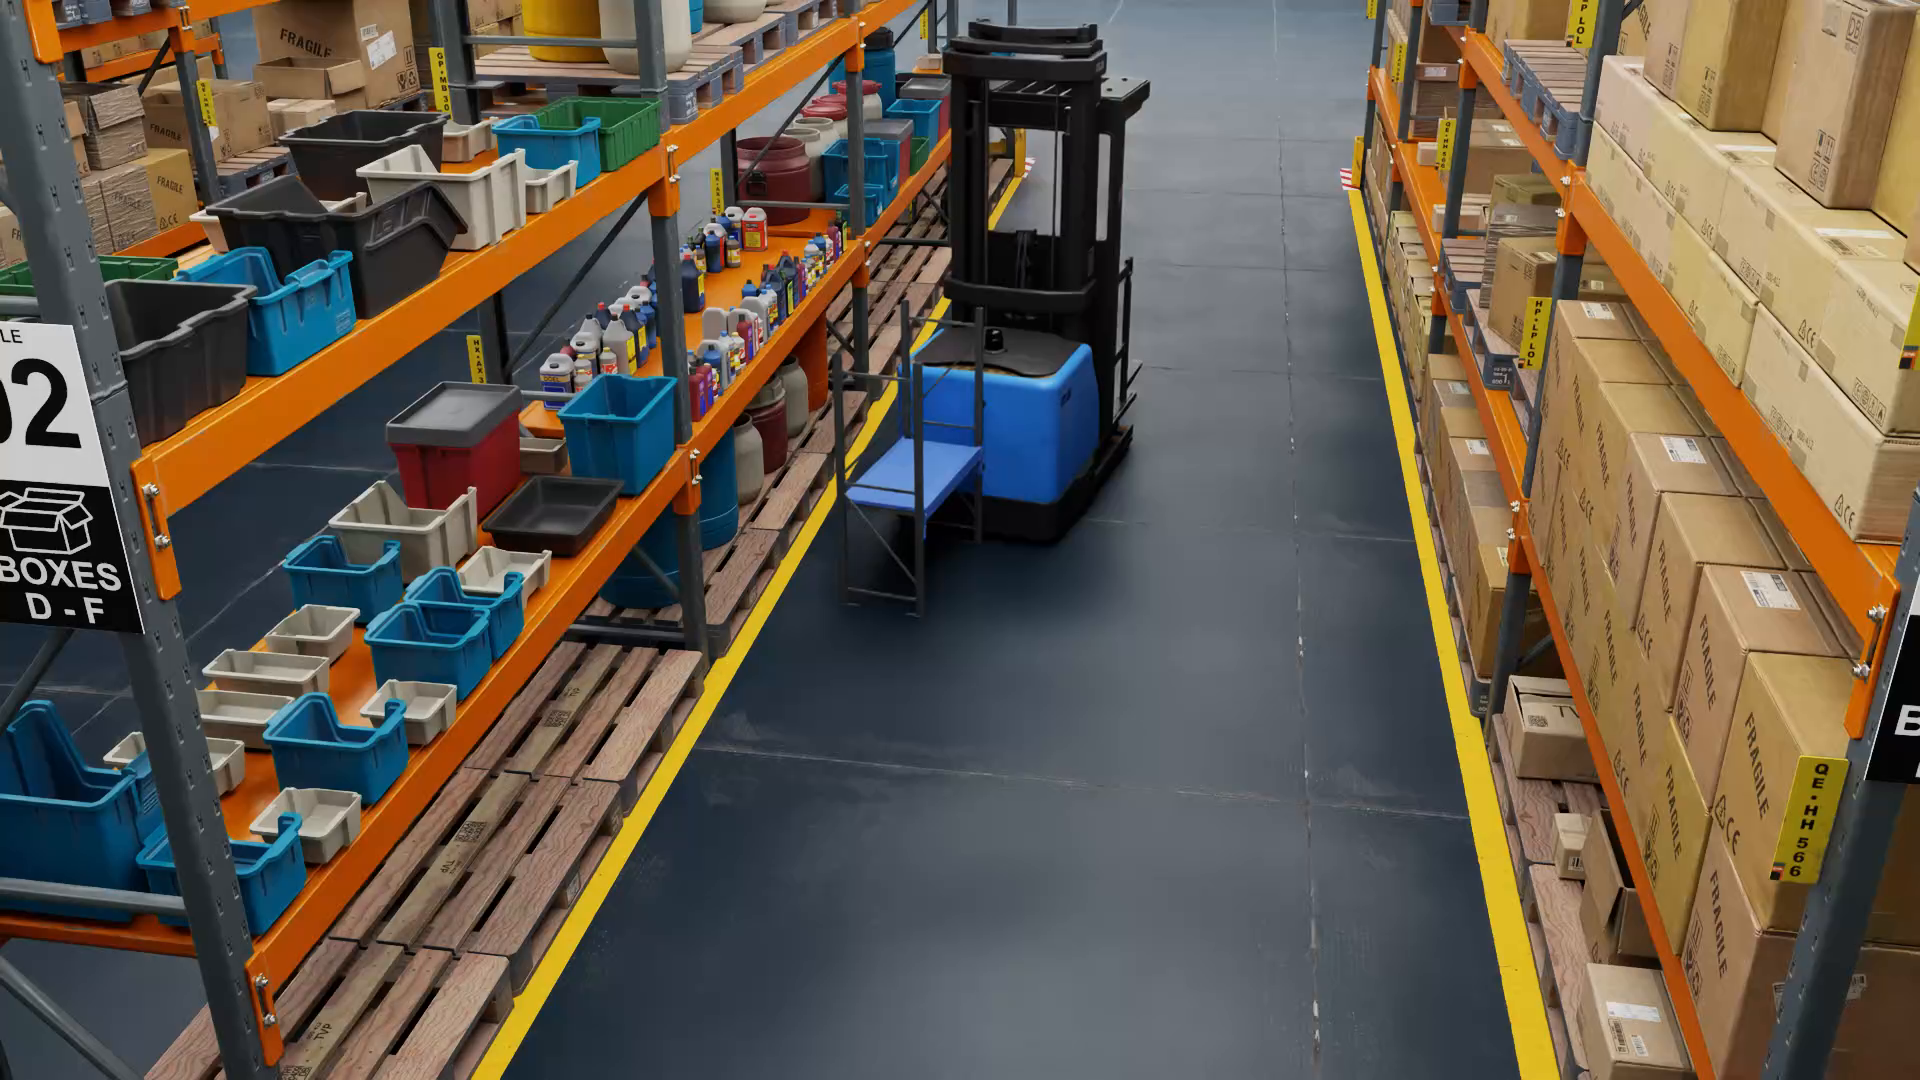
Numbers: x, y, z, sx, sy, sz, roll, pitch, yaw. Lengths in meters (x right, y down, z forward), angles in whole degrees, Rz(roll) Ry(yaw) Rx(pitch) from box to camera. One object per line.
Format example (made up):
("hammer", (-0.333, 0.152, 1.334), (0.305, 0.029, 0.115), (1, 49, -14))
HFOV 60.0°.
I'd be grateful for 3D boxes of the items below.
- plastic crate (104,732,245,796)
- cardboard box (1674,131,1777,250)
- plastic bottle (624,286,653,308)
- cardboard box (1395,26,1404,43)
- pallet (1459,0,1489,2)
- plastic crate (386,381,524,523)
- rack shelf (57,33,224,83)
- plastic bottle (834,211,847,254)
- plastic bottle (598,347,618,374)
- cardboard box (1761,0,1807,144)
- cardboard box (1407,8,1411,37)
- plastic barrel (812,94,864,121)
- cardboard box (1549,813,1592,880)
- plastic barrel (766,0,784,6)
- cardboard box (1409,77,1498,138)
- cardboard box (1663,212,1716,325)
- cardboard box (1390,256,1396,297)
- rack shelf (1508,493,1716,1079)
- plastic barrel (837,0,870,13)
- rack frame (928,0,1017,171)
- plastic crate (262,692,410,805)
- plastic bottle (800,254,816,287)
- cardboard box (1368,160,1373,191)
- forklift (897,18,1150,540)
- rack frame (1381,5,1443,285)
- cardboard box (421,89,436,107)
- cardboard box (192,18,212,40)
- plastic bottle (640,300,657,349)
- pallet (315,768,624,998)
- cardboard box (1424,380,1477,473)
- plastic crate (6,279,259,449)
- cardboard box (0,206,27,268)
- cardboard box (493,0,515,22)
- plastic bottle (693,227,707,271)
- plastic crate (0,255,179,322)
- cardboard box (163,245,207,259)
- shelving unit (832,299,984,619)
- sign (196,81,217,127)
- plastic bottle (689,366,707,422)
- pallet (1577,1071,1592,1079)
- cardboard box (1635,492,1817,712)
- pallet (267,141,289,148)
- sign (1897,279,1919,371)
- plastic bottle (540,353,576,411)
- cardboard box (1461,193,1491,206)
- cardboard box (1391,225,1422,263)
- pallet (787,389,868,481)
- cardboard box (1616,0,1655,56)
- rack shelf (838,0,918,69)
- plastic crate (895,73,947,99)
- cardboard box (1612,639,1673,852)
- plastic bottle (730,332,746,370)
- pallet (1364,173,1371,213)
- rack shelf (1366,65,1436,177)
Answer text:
("plastic crate", (-2.523, 0.726, 5.402), (0.396, 0.136, 0.243), (4, 25, 9))
("cardboard box", (2.483, -1.045, 4.994), (0.500, 0.250, 0.500), (4, 25, 9))
("plastic bottle", (-1.876, -1.334, 9.708), (0.152, 0.276, 0.135), (4, 25, 9))
("cardboard box", (4.538, -5.011, 16.535), (0.380, 0.149, 0.250), (4, 25, 8))
("pallet", (3.918, -4.045, 12.038), (1.003, 0.211, 1.213), (5, 26, 11))
("plastic crate", (-2.217, -0.386, 7.390), (0.402, 0.464, 0.583), (4, 25, 9))
("rack shelf", (-9.953, -5.272, 18.823), (1.077, 0.370, 4.000), (4, 25, 9))
("plastic bottle", (-0.816, -2.107, 11.352), (0.061, 0.283, 0.133), (4, 25, 9))
("plastic bottle", (-1.893, -0.935, 8.944), (0.097, 0.201, 0.097), (0, 25, 0))
("cardboard box", (2.791, -1.363, 4.789), (0.700, 0.500, 0.500), (4, 25, 9))
("cardboard box", (4.600, -4.927, 15.589), (0.700, 0.500, 0.500), (4, 25, 8))
("plastic barrel", (-1.009, -3.402, 13.819), (0.433, 0.535, 0.433), (0, 25, 0))
("cardboard box", (2.649, 1.266, 6.831), (0.380, 0.166, 0.250), (4, 25, 9))
("plastic barrel", (-1.201, -3.386, 10.076), (0.301, 0.262, 0.301), (0, 25, 0))
("cardboard box", (4.436, -3.918, 14.965), (0.700, 0.500, 0.500), (3, 25, 7))
("cardboard box", (2.491, -0.818, 5.099), (0.500, 0.250, 0.500), (4, 25, 9))
("cardboard box", (3.974, -2.267, 14.303), (0.500, 0.250, 0.500), (5, 25, 10))
("rack shelf", (2.735, 0.821, 5.806), (1.077, 0.370, 4.000), (4, 25, 9))
("plastic barrel", (-0.817, -3.877, 11.324), (0.421, 0.512, 0.421), (0, 25, 0))
("rack frame", (0.137, -5.705, 18.900), (1.000, 3.000, 0.127), (4, 25, 9))
("plastic crate", (-2.005, 0.680, 5.386), (0.416, 0.233, 0.300), (4, 25, 9))
("plastic bottle", (-0.970, -1.723, 10.627), (0.097, 0.201, 0.097), (0, 25, 0))
("cardboard box", (4.638, -3.887, 17.763), (0.500, 0.250, 0.500), (4, 25, 9))
("forklift", (0.570, -1.929, 10.913), (1.130, 2.935, 3.031), (8, 26, 17))
("rack frame", (4.370, -3.687, 14.589), (1.000, 3.000, 0.127), (4, 25, 9))
("cardboard box", (-5.071, -4.330, 16.259), (0.380, 0.149, 0.250), (4, 25, 9))
("cardboard box", (-9.642, -6.344, 20.087), (0.875, 0.550, 0.550), (4, 25, 9))
("plastic bottle", (-1.788, -1.234, 9.500), (0.097, 0.271, 0.097), (0, 25, 0))
("pallet", (-2.103, 1.399, 7.012), (1.003, 0.211, 1.213), (4, 25, 9))
("cardboard box", (3.280, -0.691, 10.619), (0.500, 0.500, 0.500), (3, 25, 7))
("plastic crate", (-2.140, -0.454, 4.298), (0.497, 0.269, 0.590), (4, 25, 9))
("cardboard box", (-6.146, -1.886, 10.622), (0.500, 0.500, 0.500), (5, 25, 10))
("cardboard box", (-4.916, -5.597, 17.020), (0.500, 0.500, 0.500), (4, 25, 9))
("plastic bottle", (-1.702, -1.901, 10.911), (0.061, 0.283, 0.133), (4, 25, 9))
("plastic crate", (-2.598, -0.708, 4.936), (0.450, 0.188, 0.336), (4, 25, 9))
("cardboard box", (-6.190, -1.643, 12.232), (1.225, 0.875, 0.875), (3, 25, 6))
("shelving unit", (-0.272, -0.482, 9.512), (0.538, 1.500, 1.048), (8, 26, 17))
("sign", (-5.509, -3.189, 12.160), (0.100, 0.325, 0.005), (4, 25, 9))
("plastic bottle", (-1.343, -0.757, 8.467), (0.061, 0.283, 0.133), (4, 25, 9))
("pallet", (2.550, 2.229, 5.238), (1.003, 0.211, 1.213), (4, 25, 9))
("cardboard box", (2.372, 0.200, 4.987), (0.500, 0.500, 0.500), (5, 25, 10))
("pallet", (-5.774, -3.446, 14.300), (1.003, 0.211, 1.213), (4, 25, 9))
("sign", (1.864, -0.475, 3.143), (0.100, 0.325, 0.005), (4, 25, 9))
("plastic bottle", (-2.079, -0.817, 8.604), (0.152, 0.276, 0.135), (4, 25, 9))
("cardboard box", (3.869, -2.438, 12.216), (0.380, 0.149, 0.250), (6, 26, 12))
("cardboard box", (3.969, -2.521, 14.185), (0.500, 0.311, 0.500), (4, 25, 8))
("pallet", (-1.258, -0.763, 11.632), (1.003, 0.211, 1.213), (4, 25, 9))
("cardboard box", (3.217, -2.186, 7.113), (0.600, 0.600, 0.600), (2, 25, 4))
("rack shelf", (-0.843, -4.228, 13.055), (1.077, 0.370, 4.000), (4, 25, 9))
("plastic crate", (-0.306, -4.214, 15.788), (0.767, 0.338, 0.504), (4, 25, 9))
("cardboard box", (2.381, 0.655, 5.195), (0.500, 0.500, 0.500), (4, 25, 9))
("plastic bottle", (-1.235, -1.044, 9.177), (0.097, 0.201, 0.097), (0, 25, 0))
("pallet", (4.940, -3.775, 18.065), (1.003, 0.211, 1.213), (4, 25, 9))
("rack shelf", (4.696, -4.198, 16.529), (1.077, 0.370, 4.000), (4, 25, 9))
